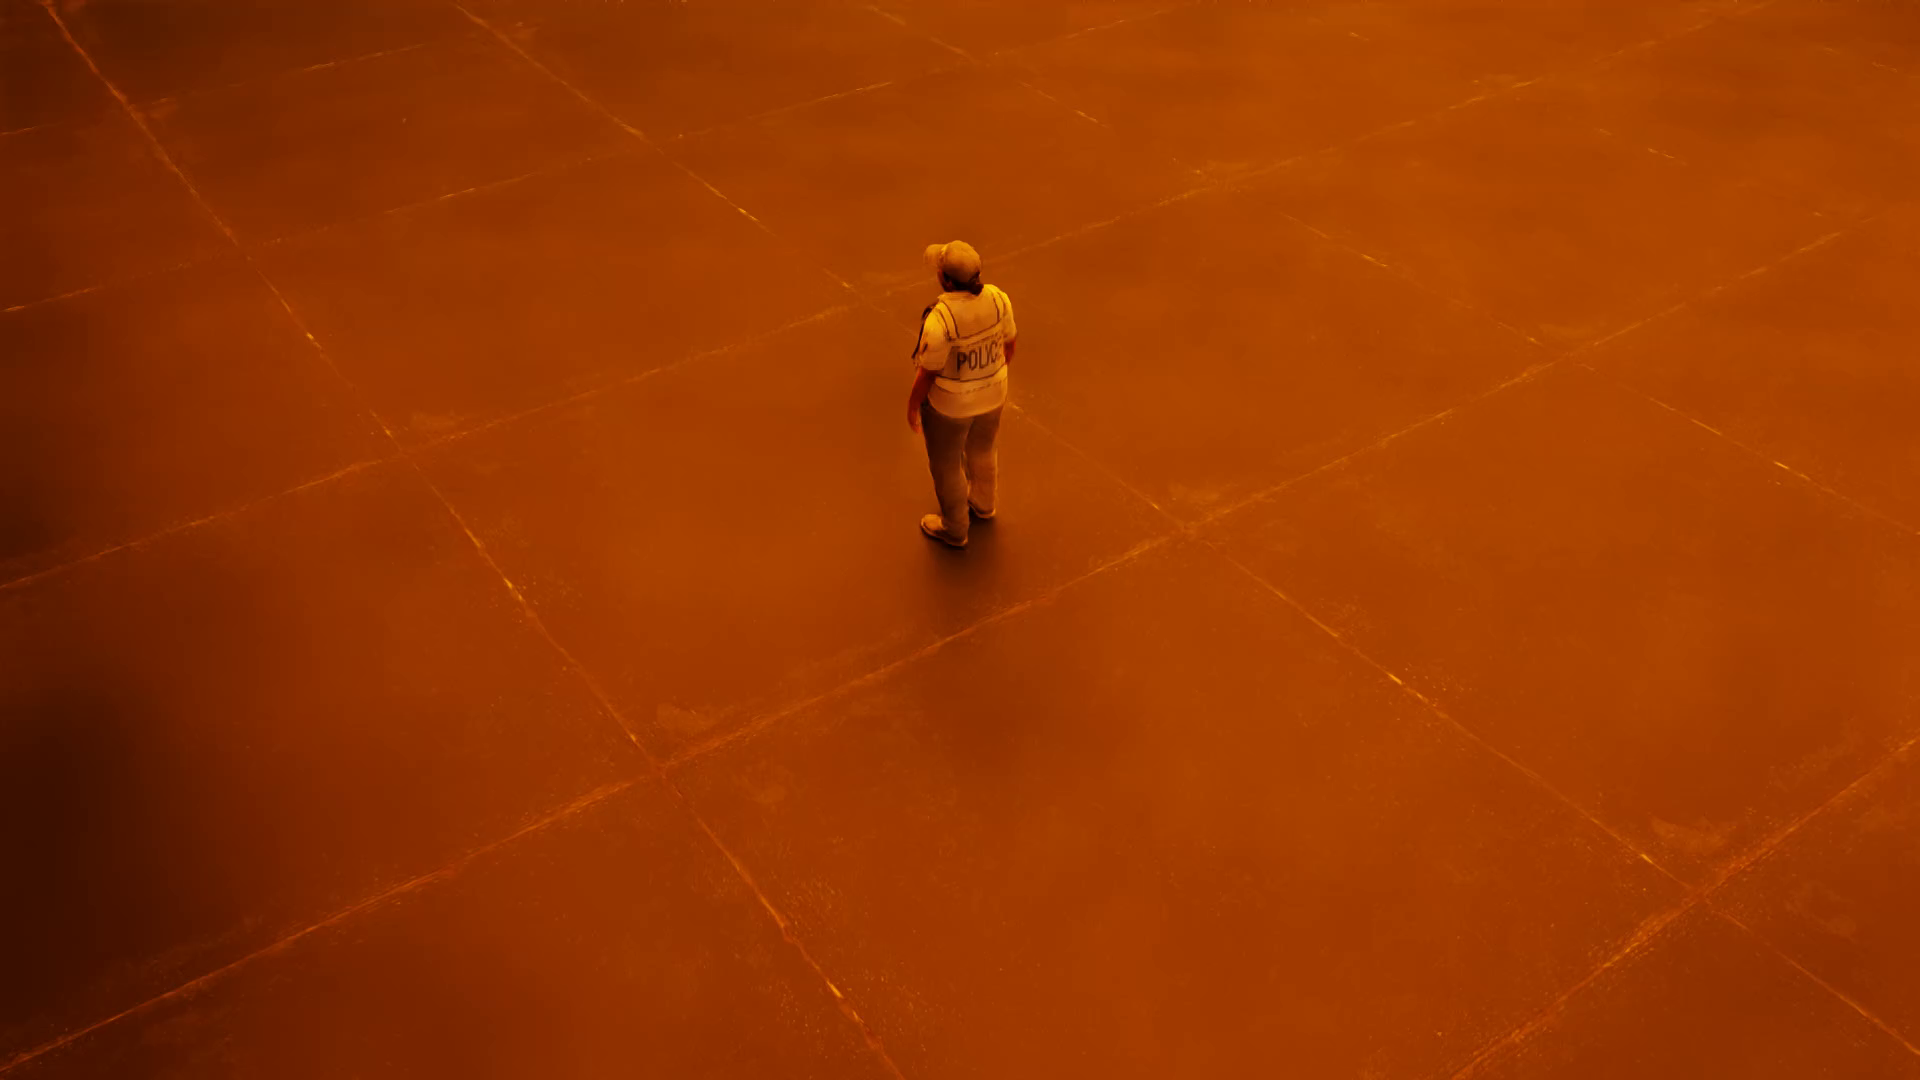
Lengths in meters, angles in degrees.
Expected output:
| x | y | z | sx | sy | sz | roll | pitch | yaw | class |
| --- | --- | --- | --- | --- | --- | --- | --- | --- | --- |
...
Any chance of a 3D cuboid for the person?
| x | y | z | sx | sy | sz | roll | pitch | yaw | class |
| --- | --- | --- | --- | --- | --- | --- | --- | --- | --- |
| -0.026 | -0.721 | 7.971 | 0.598 | 1.669 | 0.529 | -23 | 42 | -28 | person |
